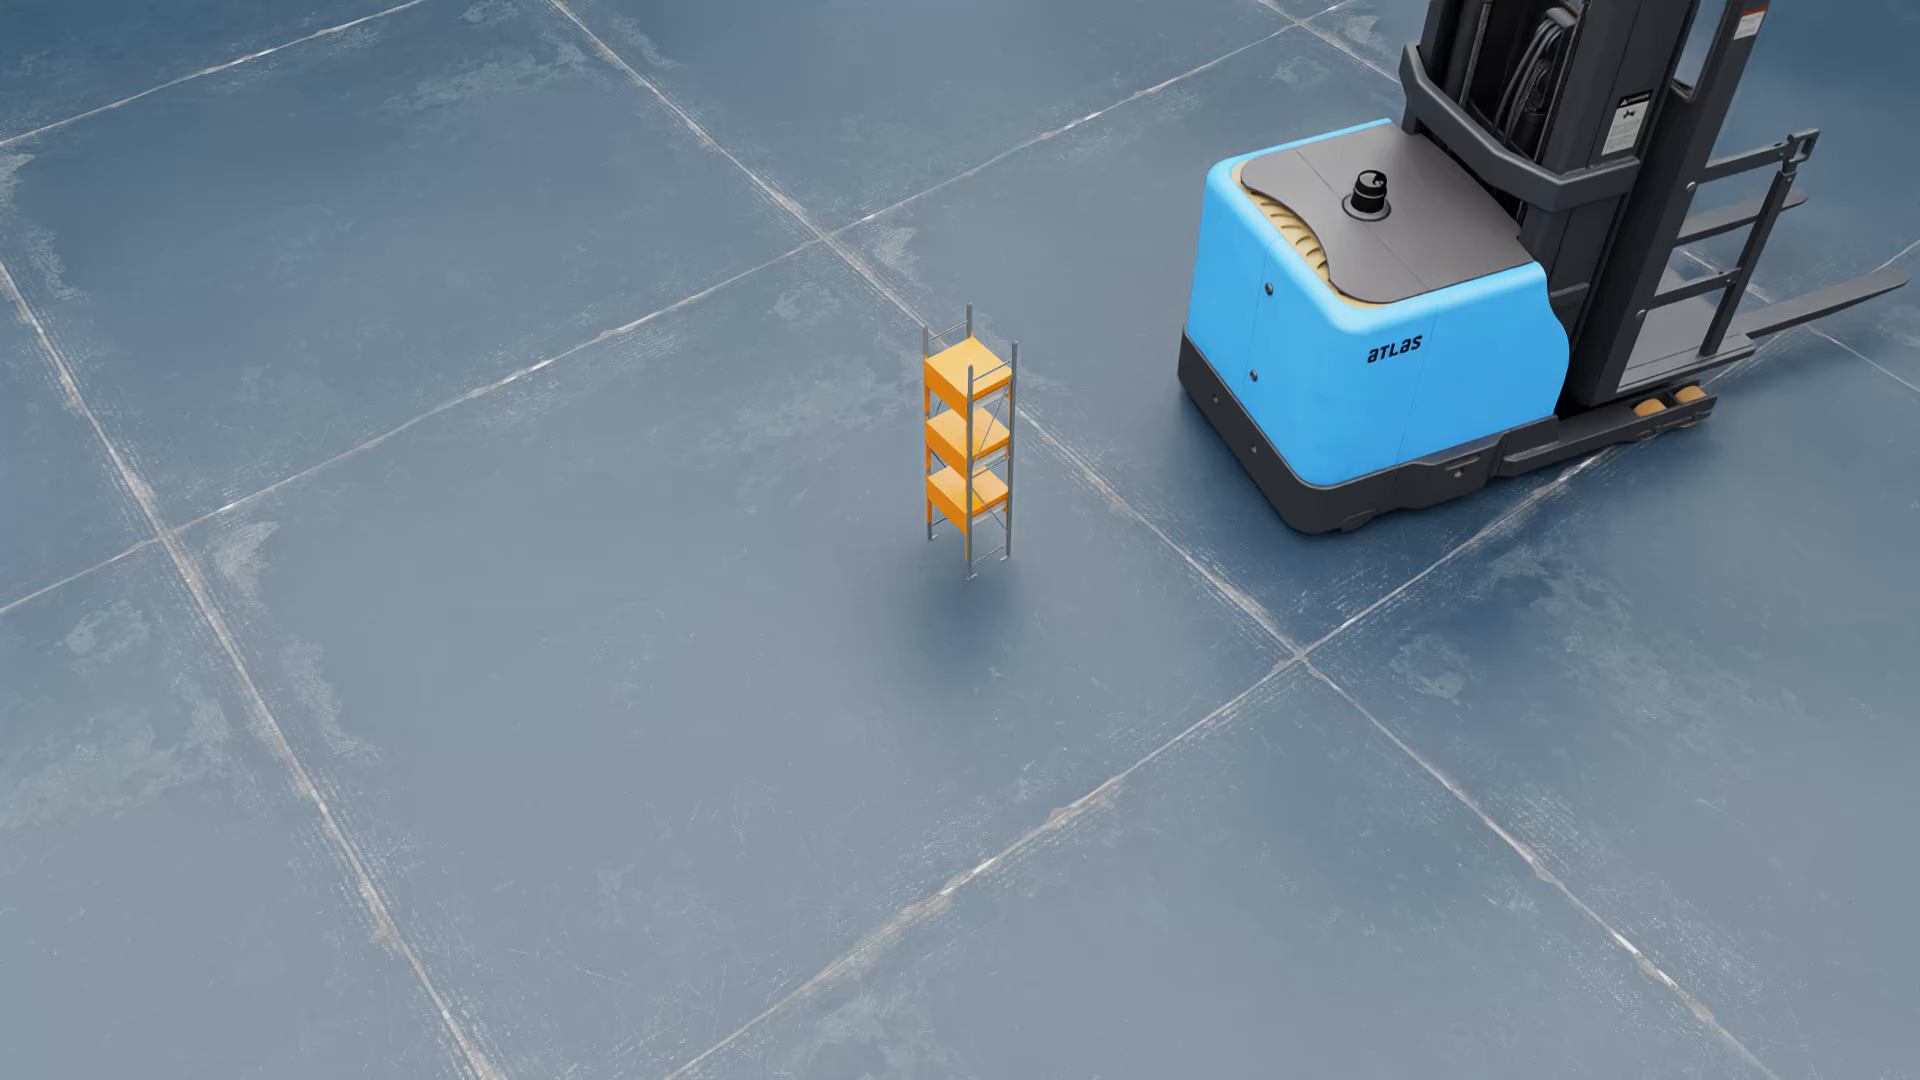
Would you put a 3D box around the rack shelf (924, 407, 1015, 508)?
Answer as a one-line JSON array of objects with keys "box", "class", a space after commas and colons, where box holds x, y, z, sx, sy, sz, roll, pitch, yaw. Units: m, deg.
[{"box": [0.032, -0.314, 5.840, 0.215, 0.259, 0.240, -29, 54, -24], "class": "rack shelf"}]

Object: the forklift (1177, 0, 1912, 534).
[{"box": [2.451, -1.726, 5.836, 3.031, 2.935, 1.130, -17, 50, -15], "class": "forklift"}]

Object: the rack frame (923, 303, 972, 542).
[{"box": [-0.041, -0.393, 5.898, 0.200, 1.050, 0.008, -29, 54, -24], "class": "rack frame"}]

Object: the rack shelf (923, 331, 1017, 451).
[{"box": [0.032, -0.505, 5.630, 0.215, 0.259, 0.240, -29, 54, -24], "class": "rack shelf"}]

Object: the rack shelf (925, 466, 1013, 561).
[{"box": [0.032, -0.127, 6.046, 0.215, 0.259, 0.240, -29, 54, -24], "class": "rack shelf"}]

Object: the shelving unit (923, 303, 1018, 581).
[{"box": [0.032, -0.321, 5.832, 0.215, 1.050, 0.252, -29, 54, -24], "class": "shelving unit"}]

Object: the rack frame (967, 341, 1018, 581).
[{"box": [0.106, -0.249, 5.767, 0.200, 1.050, 0.008, -29, 54, -24], "class": "rack frame"}]
